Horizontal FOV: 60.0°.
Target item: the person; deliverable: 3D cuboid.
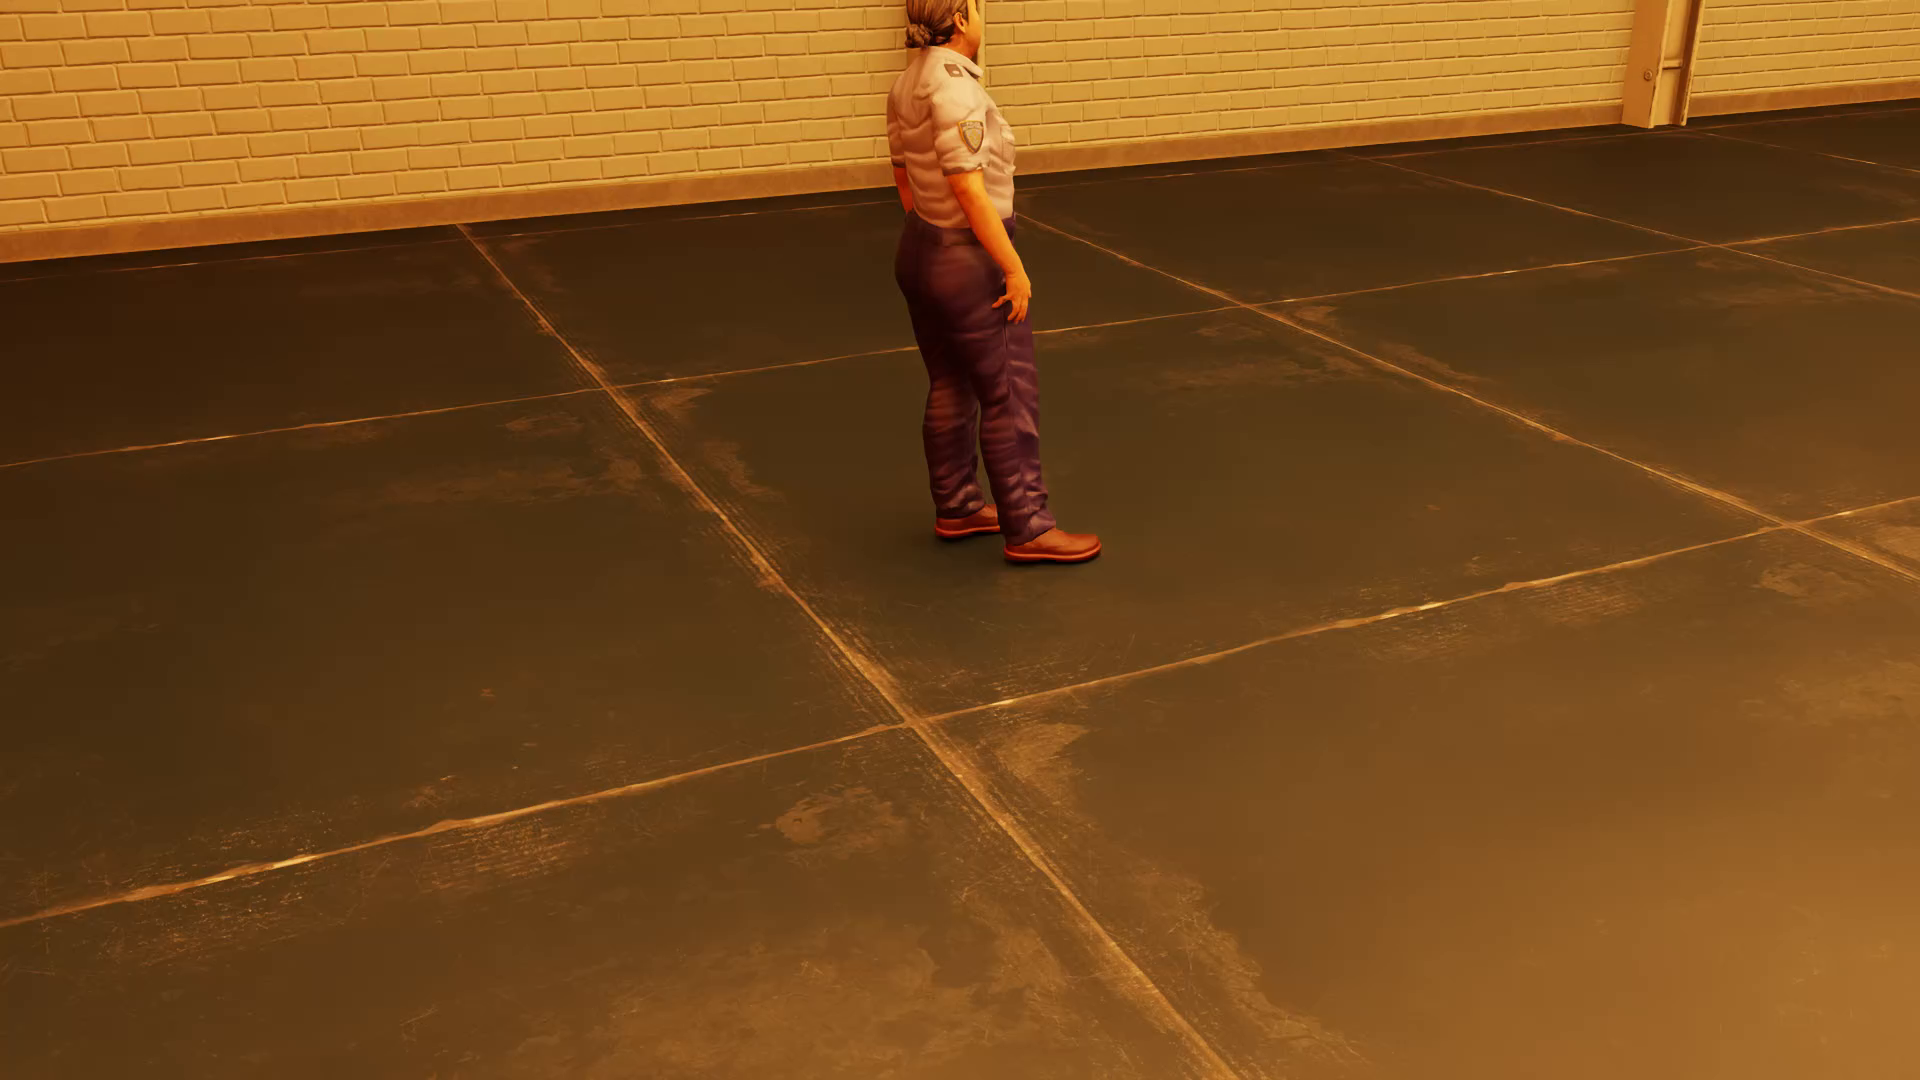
[{"bbox_3d":[0.092,-0.774,4.804,0.502,1.651,0.598,-10,25,-23],"label":"person"}]
